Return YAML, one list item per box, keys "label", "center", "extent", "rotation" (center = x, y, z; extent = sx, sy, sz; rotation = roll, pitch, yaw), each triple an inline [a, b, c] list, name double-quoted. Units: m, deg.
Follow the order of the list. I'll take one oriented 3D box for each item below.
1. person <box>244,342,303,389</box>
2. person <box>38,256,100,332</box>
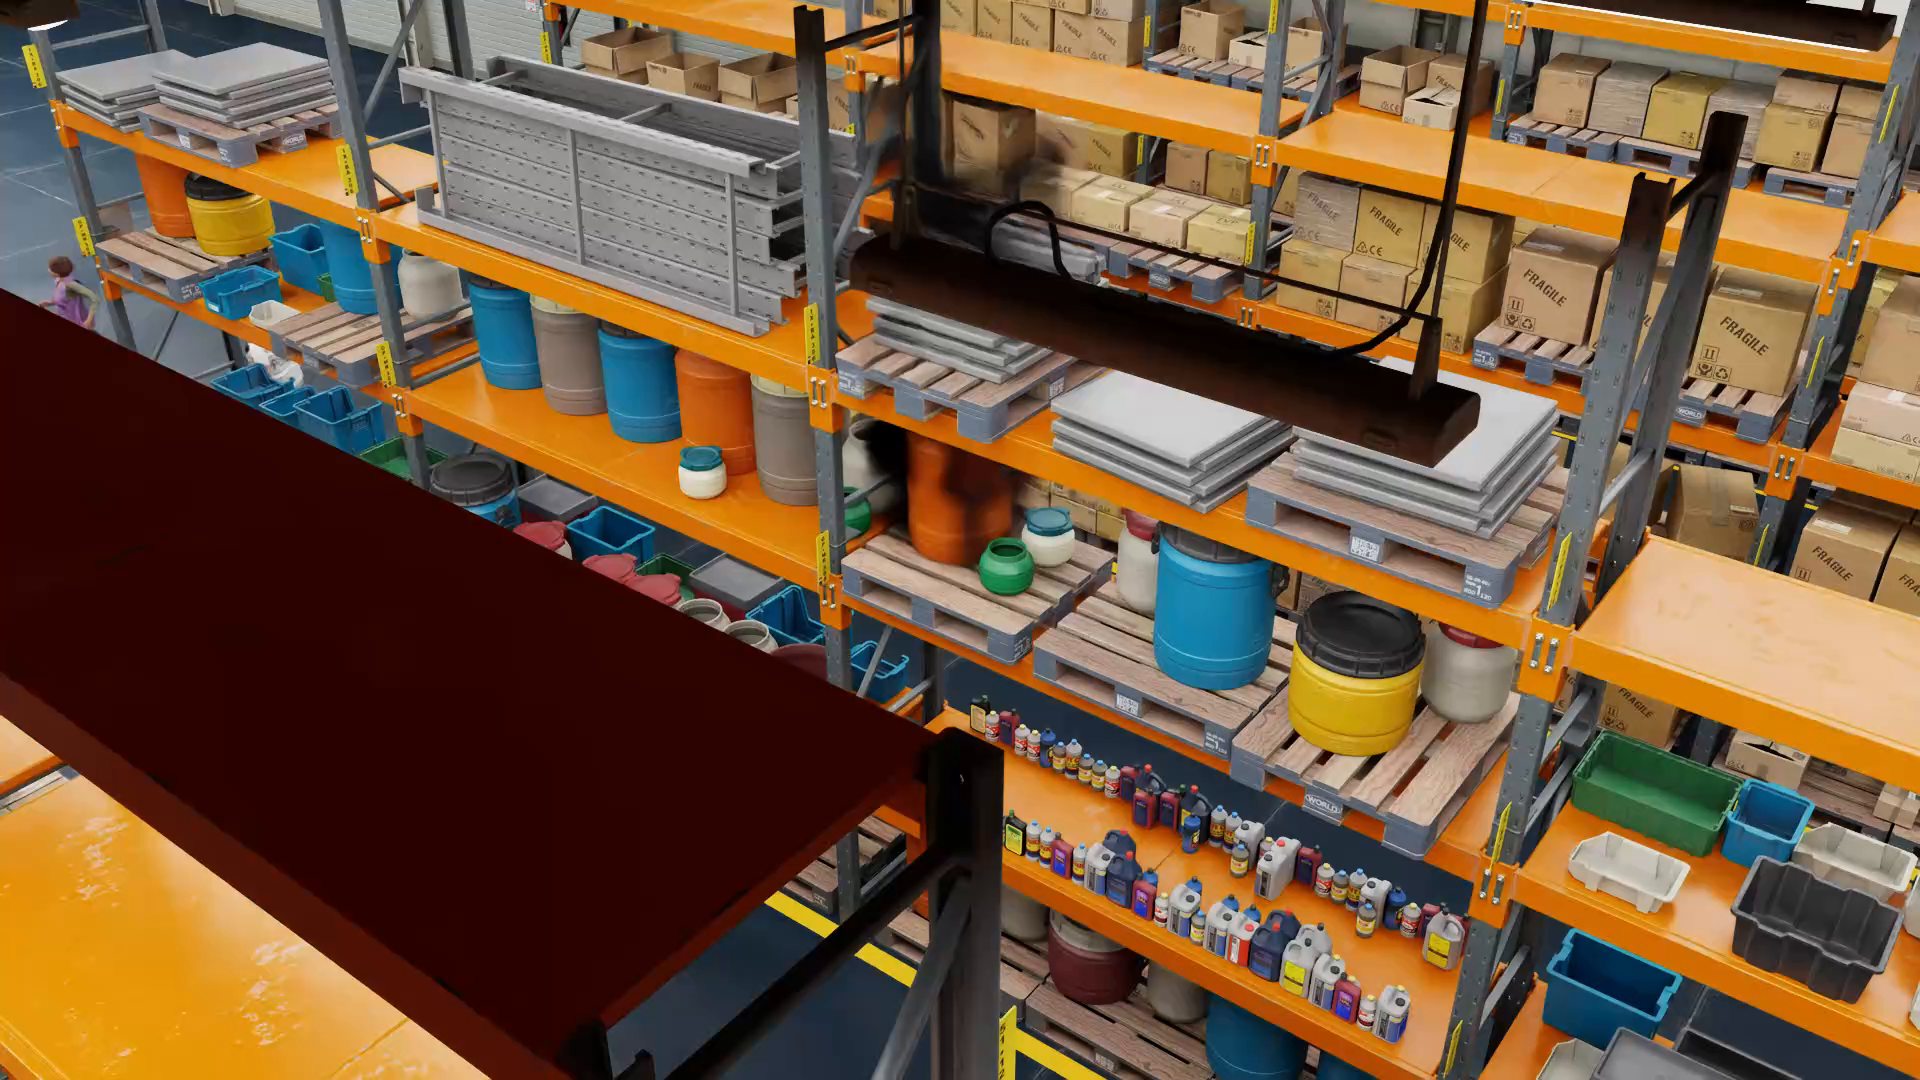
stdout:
- label: "person"
  center: [-6.574, -1.501, 16.086]
  extent: [0.771, 1.750, 0.713]
  rotation: [6, 32, 10]
- label: "person"
  center: [-9.129, -2.198, 17.314]
  extent: [0.772, 1.630, 0.576]
  rotation: [-19, 36, -28]
